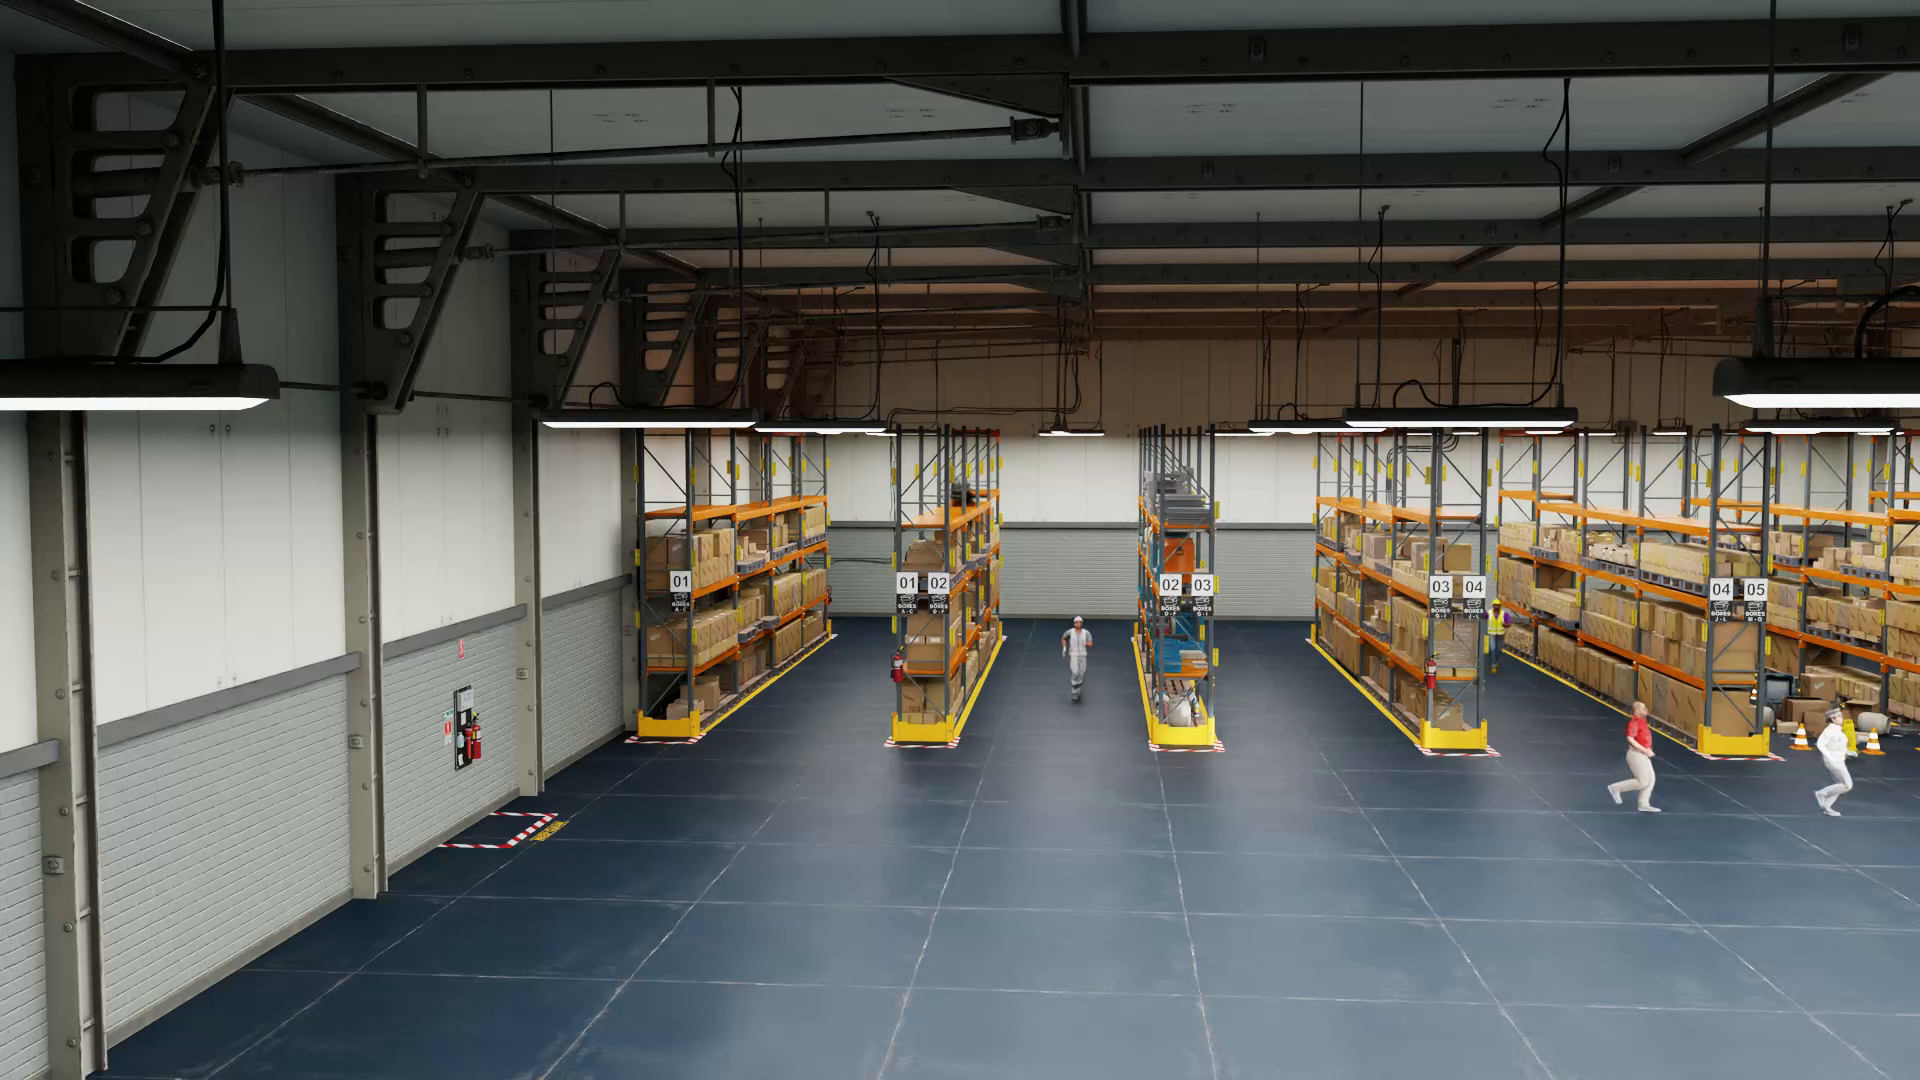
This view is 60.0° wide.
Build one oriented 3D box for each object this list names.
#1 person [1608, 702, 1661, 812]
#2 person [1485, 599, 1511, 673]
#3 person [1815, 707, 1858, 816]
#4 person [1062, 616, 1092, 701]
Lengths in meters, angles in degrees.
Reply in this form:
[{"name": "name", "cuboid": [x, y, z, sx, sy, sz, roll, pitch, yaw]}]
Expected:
[{"name": "person", "cuboid": [10.372, 3.320, 25.533, 0.753, 1.687, 0.654, 2, 4, 28]}, {"name": "person", "cuboid": [13.131, 2.329, 40.740, 0.704, 1.762, 0.965, 1, 4, 10]}, {"name": "person", "cuboid": [13.300, 3.360, 25.209, 0.540, 1.656, 0.608, 3, 4, 37]}, {"name": "person", "cuboid": [2.588, 2.600, 36.604, 0.643, 1.846, 0.774, -1, 4, -9]}]
